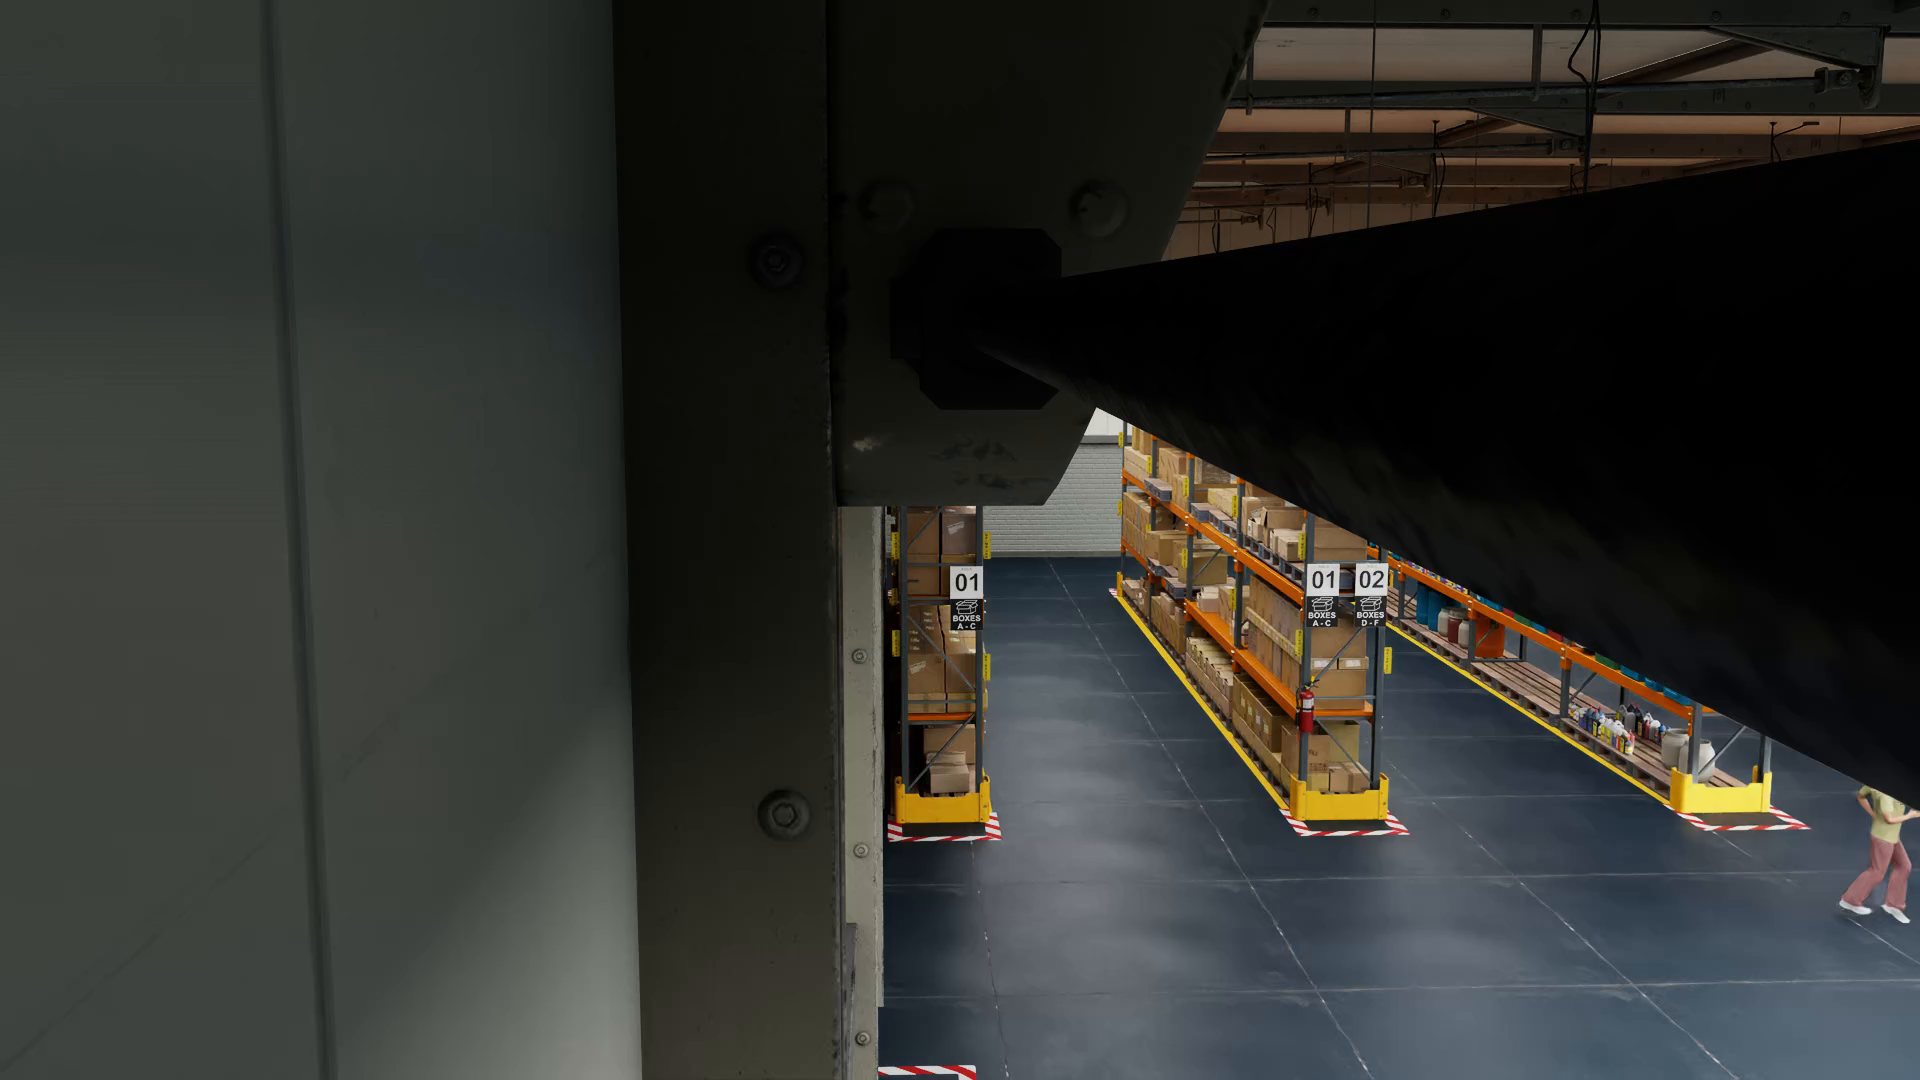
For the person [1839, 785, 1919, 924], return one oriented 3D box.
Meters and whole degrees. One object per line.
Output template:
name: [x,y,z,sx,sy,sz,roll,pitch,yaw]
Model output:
person: [9.490,3.109,17.127,0.694,1.723,0.560,4,9,25]
